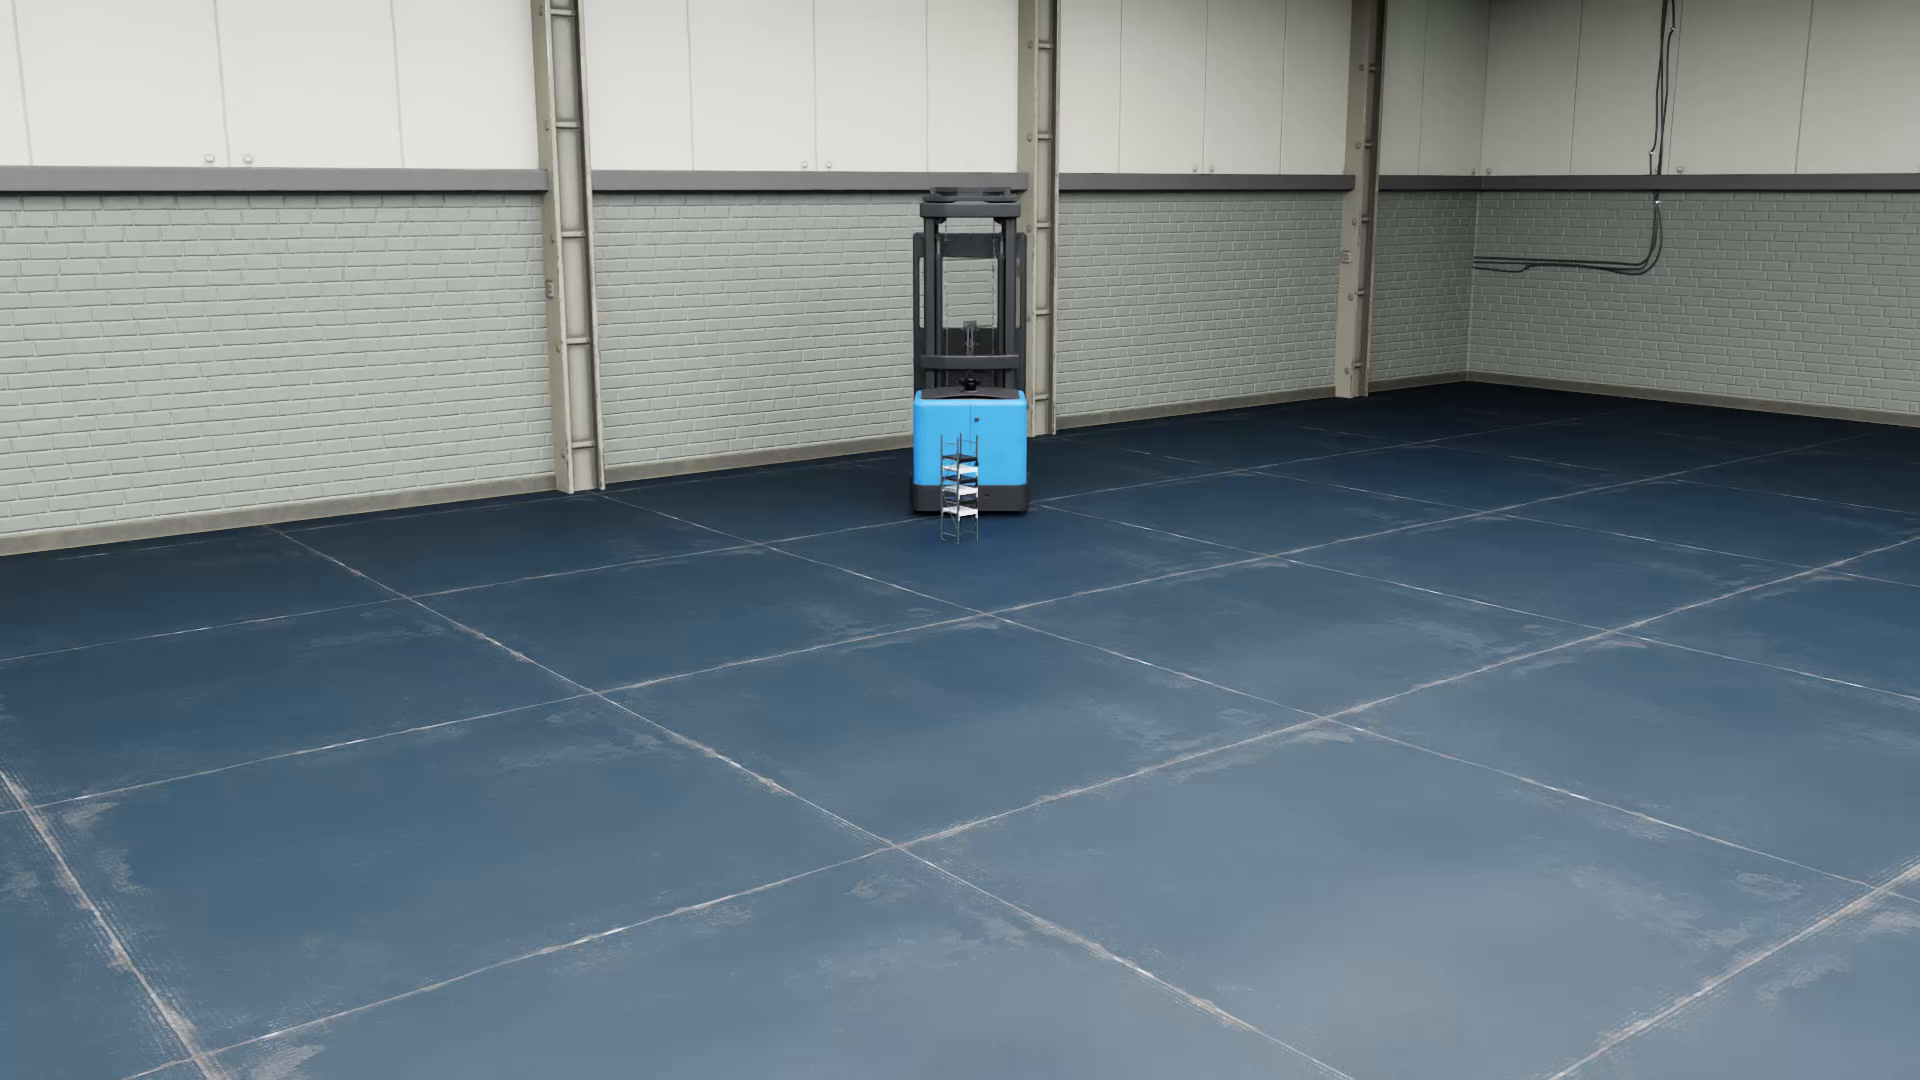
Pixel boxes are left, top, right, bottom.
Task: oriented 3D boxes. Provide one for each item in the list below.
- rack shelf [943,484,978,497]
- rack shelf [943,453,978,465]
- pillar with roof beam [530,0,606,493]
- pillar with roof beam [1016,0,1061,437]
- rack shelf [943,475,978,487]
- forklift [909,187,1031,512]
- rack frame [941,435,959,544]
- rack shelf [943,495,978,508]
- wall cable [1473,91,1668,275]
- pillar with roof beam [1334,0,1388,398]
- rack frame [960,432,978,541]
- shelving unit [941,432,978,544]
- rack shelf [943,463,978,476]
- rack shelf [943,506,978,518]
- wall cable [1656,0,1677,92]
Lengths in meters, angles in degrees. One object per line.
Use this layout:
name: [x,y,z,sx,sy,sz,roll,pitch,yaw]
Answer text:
rack shelf: [-0.006,-0.407,14.037,0.200,0.077,0.258,-9,15,-38]
rack shelf: [-0.006,-0.671,13.981,0.200,0.077,0.258,-9,15,-38]
pillar with roof beam: [-1.079,-4.209,12.288,0.400,9.000,9.100,-9,15,-38]
pillar with roof beam: [3.606,-4.988,15.954,0.400,9.000,9.100,-9,15,-38]
rack shelf: [-0.006,-0.495,14.019,0.200,0.077,0.258,-9,15,-38]
forklift: [0.094,-1.937,16.192,1.130,2.935,3.031,0,12,0]
rack frame: [-0.086,-0.426,13.968,0.006,0.900,0.240,-9,15,-38]
rack shelf: [-0.006,-0.318,14.056,0.200,0.077,0.258,-9,15,-38]
wall cable: [8.729,-5.114,24.022,0.112,2.526,3.097,-9,15,-38]
pillar with roof beam: [8.291,-5.767,19.621,0.400,9.000,9.100,-9,15,-38]
rack frame: [0.073,-0.452,14.092,0.006,0.900,0.240,-9,15,-38]
shelving unit: [-0.006,-0.439,14.030,0.210,0.900,0.258,-9,15,-38]
rack shelf: [-0.006,-0.583,14.000,0.200,0.077,0.258,-9,15,-38]
rack shelf: [-0.006,-0.230,14.075,0.200,0.077,0.258,-9,15,-38]
wall cable: [10.419,-7.145,21.431,0.112,2.526,3.097,-9,15,-38]
